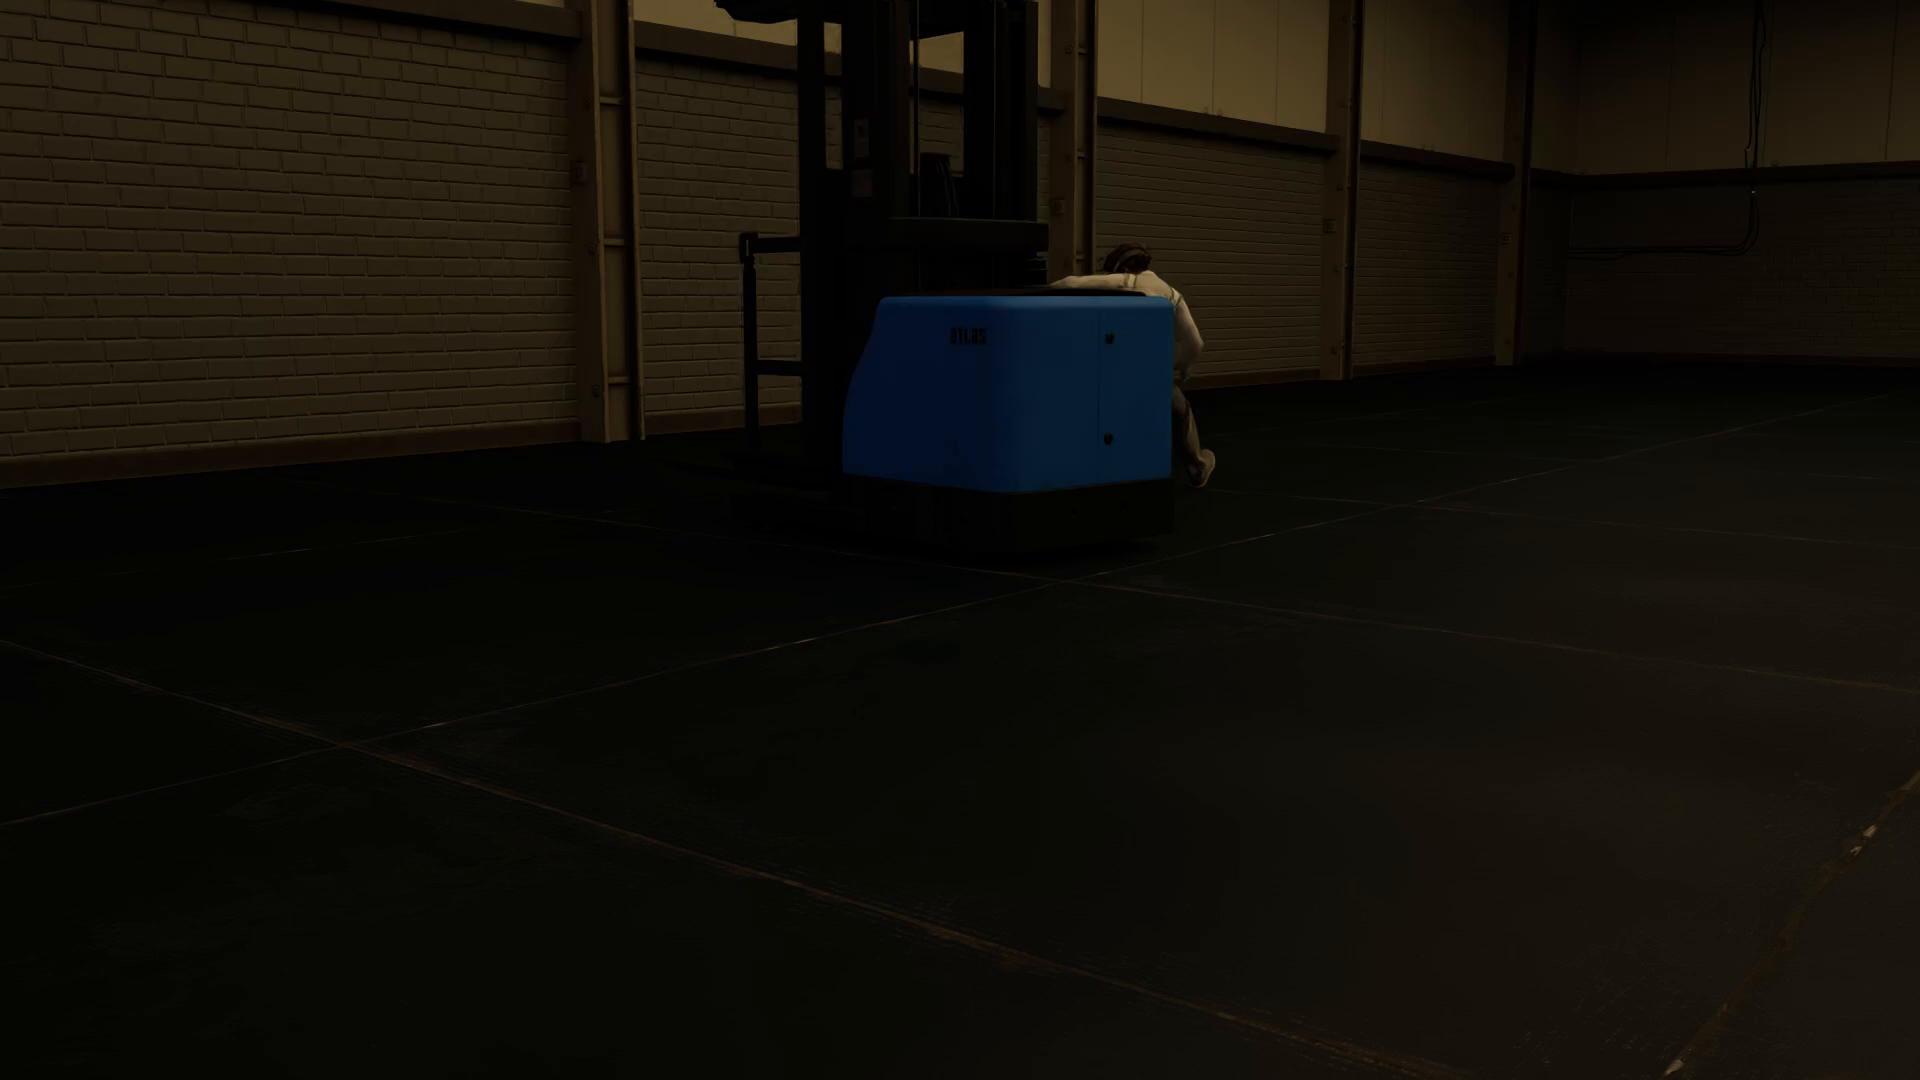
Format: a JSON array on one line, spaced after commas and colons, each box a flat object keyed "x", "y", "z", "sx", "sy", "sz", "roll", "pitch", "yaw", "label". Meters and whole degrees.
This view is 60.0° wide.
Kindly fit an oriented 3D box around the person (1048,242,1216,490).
[{"x": 0.857, "y": -0.921, "z": 8.982, "sx": 1.250, "sy": 1.364, "sz": 0.797, "roll": -1, "pitch": 8, "yaw": -5, "label": "person"}]

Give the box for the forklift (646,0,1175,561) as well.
[{"x": -0.424, "y": -1.532, "z": 7.750, "sx": 1.130, "sy": 2.935, "sz": 3.031, "roll": -7, "pitch": 11, "yaw": -40, "label": "forklift"}]
